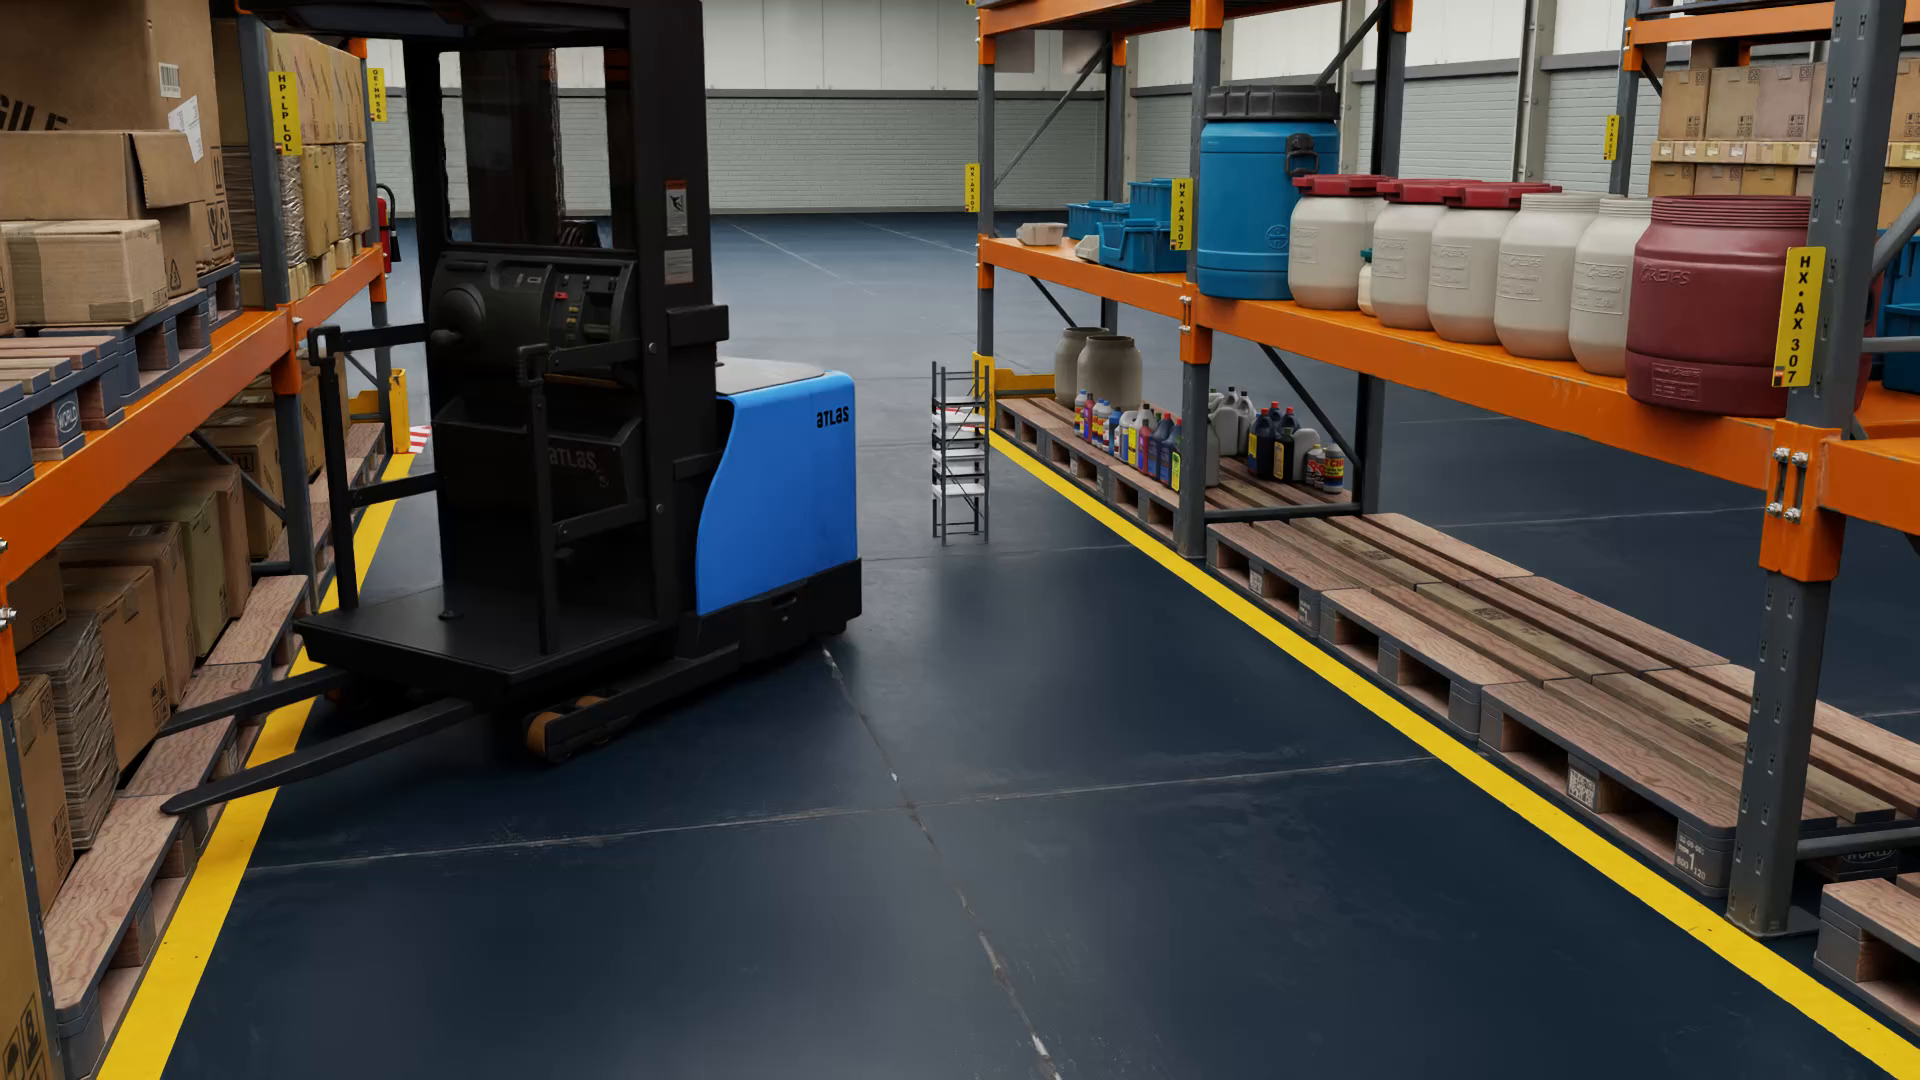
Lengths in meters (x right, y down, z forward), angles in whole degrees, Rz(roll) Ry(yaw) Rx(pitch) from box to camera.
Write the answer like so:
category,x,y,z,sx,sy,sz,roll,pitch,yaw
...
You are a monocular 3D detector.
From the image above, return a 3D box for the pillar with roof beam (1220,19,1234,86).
category,x,y,z,sx,sy,sz,roll,pitch,yaw
pillar with roof beam,1.436,-10.971,34.372,9.100,9.000,0.400,-3,14,-13

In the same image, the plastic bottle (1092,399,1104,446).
category,x,y,z,sx,sy,sz,roll,pitch,yaw
plastic bottle,0.826,-0.695,9.772,0.097,0.271,0.097,0,14,0

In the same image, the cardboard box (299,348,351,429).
category,x,y,z,sx,sy,sz,roll,pitch,yaw
cardboard box,-4.062,-0.890,10.131,0.500,0.500,0.500,-1,14,-3

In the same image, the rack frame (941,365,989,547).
category,x,y,z,sx,sy,sz,roll,pitch,yaw
rack frame,0.026,-0.412,8.217,0.240,0.900,0.006,-3,14,-13

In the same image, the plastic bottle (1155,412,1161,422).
category,x,y,z,sx,sy,sz,roll,pitch,yaw
plastic bottle,1.103,-0.555,9.177,0.061,0.283,0.133,-3,14,-13

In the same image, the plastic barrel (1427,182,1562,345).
category,x,y,z,sx,sy,sz,roll,pitch,yaw
plastic barrel,1.847,-0.962,5.759,0.433,0.535,0.433,0,14,0

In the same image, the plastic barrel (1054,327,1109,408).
category,x,y,z,sx,sy,sz,roll,pitch,yaw
plastic barrel,0.851,-1.169,11.249,0.421,0.512,0.421,0,14,0

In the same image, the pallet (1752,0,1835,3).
category,x,y,z,sx,sy,sz,roll,pitch,yaw
pallet,5.869,-3.564,10.561,1.003,0.211,1.213,-3,14,-13

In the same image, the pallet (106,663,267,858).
category,x,y,z,sx,sy,sz,roll,pitch,yaw
pallet,-2.778,0.694,5.142,1.003,0.211,1.213,-3,14,-13

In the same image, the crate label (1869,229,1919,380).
category,x,y,z,sx,sy,sz,roll,pitch,yaw
crate label,2.531,-0.737,5.049,0.502,0.435,0.616,-3,14,-13

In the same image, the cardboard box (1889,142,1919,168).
category,x,y,z,sx,sy,sz,roll,pitch,yaw
cardboard box,5.868,-2.323,10.037,0.380,0.149,0.250,-3,14,-13

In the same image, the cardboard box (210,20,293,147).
category,x,y,z,sx,sy,sz,roll,pitch,yaw
cardboard box,-3.111,-1.919,7.017,0.500,0.500,0.500,-3,14,-13

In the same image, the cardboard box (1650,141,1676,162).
category,x,y,z,sx,sy,sz,roll,pitch,yaw
cardboard box,5.321,-2.857,12.225,0.380,0.149,0.250,-3,14,-14

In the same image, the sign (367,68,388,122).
category,x,y,z,sx,sy,sz,roll,pitch,yaw
sign,-3.648,-2.787,10.410,0.100,0.325,0.005,-3,14,-13

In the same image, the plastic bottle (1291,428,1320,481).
category,x,y,z,sx,sy,sz,roll,pitch,yaw
plastic bottle,1.810,-0.460,8.801,0.152,0.276,0.135,-3,14,-11

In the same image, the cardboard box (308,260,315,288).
category,x,y,z,sx,sy,sz,roll,pitch,yaw
cardboard box,-3.210,-1.238,7.704,0.380,0.149,0.250,-3,14,-13

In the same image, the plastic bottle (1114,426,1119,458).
category,x,y,z,sx,sy,sz,roll,pitch,yaw
plastic bottle,0.921,-0.567,9.398,0.097,0.201,0.097,0,14,0

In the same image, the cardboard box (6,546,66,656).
category,x,y,z,sx,sy,sz,roll,pitch,yaw
cardboard box,-2.634,0.162,4.203,0.500,0.250,0.500,-2,14,-7

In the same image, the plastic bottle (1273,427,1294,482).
category,x,y,z,sx,sy,sz,roll,pitch,yaw
plastic bottle,1.707,-0.457,8.776,0.061,0.283,0.133,-3,14,-13

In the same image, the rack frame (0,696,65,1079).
category,x,y,z,sx,sy,sz,roll,pitch,yaw
rack frame,-2.317,-0.199,2.922,0.949,2.616,0.053,-3,14,-13

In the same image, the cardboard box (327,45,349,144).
category,x,y,z,sx,sy,sz,roll,pitch,yaw
cardboard box,-3.585,-2.380,8.905,0.500,0.500,0.500,-3,14,-13

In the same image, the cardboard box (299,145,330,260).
category,x,y,z,sx,sy,sz,roll,pitch,yaw
cardboard box,-3.382,-1.540,7.572,0.875,0.500,0.500,-3,14,-13

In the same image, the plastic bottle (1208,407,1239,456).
category,x,y,z,sx,sy,sz,roll,pitch,yaw
plastic bottle,1.493,-0.626,9.480,0.152,0.276,0.135,-3,14,-13

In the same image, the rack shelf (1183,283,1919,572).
category,x,y,z,sx,sy,sz,roll,pitch,yaw
rack shelf,2.031,-0.587,6.027,1.077,0.370,4.000,-3,14,-13

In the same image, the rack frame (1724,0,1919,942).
category,x,y,z,sx,sy,sz,roll,pitch,yaw
rack frame,2.501,-0.476,4.053,1.000,3.000,0.127,-3,14,-13

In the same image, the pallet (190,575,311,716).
category,x,y,z,sx,sy,sz,roll,pitch,yaw
pallet,-3.068,0.412,6.296,1.003,0.211,1.213,-3,14,-13

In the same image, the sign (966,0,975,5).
category,x,y,z,sx,sy,sz,roll,pitch,yaw
sign,0.086,-3.753,11.129,0.100,0.325,0.005,-3,14,-13

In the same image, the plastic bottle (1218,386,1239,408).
category,x,y,z,sx,sy,sz,roll,pitch,yaw
plastic bottle,1.588,-0.719,9.705,0.144,0.351,0.185,-3,14,-11

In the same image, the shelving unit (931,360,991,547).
category,x,y,z,sx,sy,sz,roll,pitch,yaw
shelving unit,0.002,-0.435,8.313,0.258,0.900,0.210,-3,14,-13

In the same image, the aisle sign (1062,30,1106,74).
category,x,y,z,sx,sy,sz,roll,pitch,yaw
aisle sign,0.894,-3.617,11.434,0.394,0.787,0.004,-3,14,-13

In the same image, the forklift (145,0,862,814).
category,x,y,z,sx,sy,sz,roll,pitch,yaw
forklift,-1.610,-0.820,5.608,1.130,2.935,3.031,8,16,31

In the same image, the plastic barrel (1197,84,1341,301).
category,x,y,z,sx,sy,sz,roll,pitch,yaw
plastic barrel,1.358,-1.536,7.337,0.600,0.901,0.708,-3,14,-13

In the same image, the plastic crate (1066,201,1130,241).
category,x,y,z,sx,sy,sz,roll,pitch,yaw
plastic crate,1.031,-2.150,11.221,0.499,0.251,0.616,-3,14,-13

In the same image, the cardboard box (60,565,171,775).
category,x,y,z,sx,sy,sz,roll,pitch,yaw
cardboard box,-2.773,0.390,4.850,0.700,0.500,0.500,-2,14,-8

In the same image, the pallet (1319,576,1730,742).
category,x,y,z,sx,sy,sz,roll,pitch,yaw
pallet,2.074,0.417,6.274,1.003,0.211,1.213,-3,14,-13

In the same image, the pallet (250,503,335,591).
category,x,y,z,sx,sy,sz,roll,pitch,yaw
pallet,-3.445,0.079,7.657,1.003,0.211,1.213,-3,14,-13

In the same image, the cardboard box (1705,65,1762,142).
category,x,y,z,sx,sy,sz,roll,pitch,yaw
cardboard box,5.676,-3.033,11.579,0.700,0.500,0.500,-4,14,-15

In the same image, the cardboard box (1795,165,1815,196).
category,x,y,z,sx,sy,sz,roll,pitch,yaw
cardboard box,5.901,-2.179,10.817,0.700,0.500,0.500,-3,14,-11

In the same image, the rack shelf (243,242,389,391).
category,x,y,z,sx,sy,sz,roll,pitch,yaw
rack shelf,-3.722,-1.234,8.674,1.077,0.370,4.000,-3,14,-13

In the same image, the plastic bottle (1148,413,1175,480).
category,x,y,z,sx,sy,sz,roll,pitch,yaw
plastic bottle,1.085,-0.502,8.816,0.144,0.351,0.185,-4,14,-16

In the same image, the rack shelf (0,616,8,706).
category,x,y,z,sx,sy,sz,roll,pitch,yaw
rack shelf,-1.844,0.611,1.120,1.077,0.370,4.000,-3,14,-13

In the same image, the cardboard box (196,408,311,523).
category,x,y,z,sx,sy,sz,roll,pitch,yaw
cardboard box,-3.450,-0.338,7.873,0.500,0.500,0.500,1,14,5

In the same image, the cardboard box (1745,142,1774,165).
category,x,y,z,sx,sy,sz,roll,pitch,yaw
cardboard box,5.565,-2.619,11.251,0.380,0.149,0.250,-4,14,-15

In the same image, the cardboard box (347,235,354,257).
category,x,y,z,sx,sy,sz,roll,pitch,yaw
cardboard box,-3.714,-1.698,9.585,0.380,0.149,0.250,-3,14,-13

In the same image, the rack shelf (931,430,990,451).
category,x,y,z,sx,sy,sz,roll,pitch,yaw
rack shelf,0.002,-0.490,8.299,0.258,0.077,0.200,-3,14,-13

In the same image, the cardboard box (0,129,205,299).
category,x,y,z,sx,sy,sz,roll,pitch,yaw
cardboard box,-2.756,-0.982,5.022,0.797,0.503,0.637,-2,14,-7
